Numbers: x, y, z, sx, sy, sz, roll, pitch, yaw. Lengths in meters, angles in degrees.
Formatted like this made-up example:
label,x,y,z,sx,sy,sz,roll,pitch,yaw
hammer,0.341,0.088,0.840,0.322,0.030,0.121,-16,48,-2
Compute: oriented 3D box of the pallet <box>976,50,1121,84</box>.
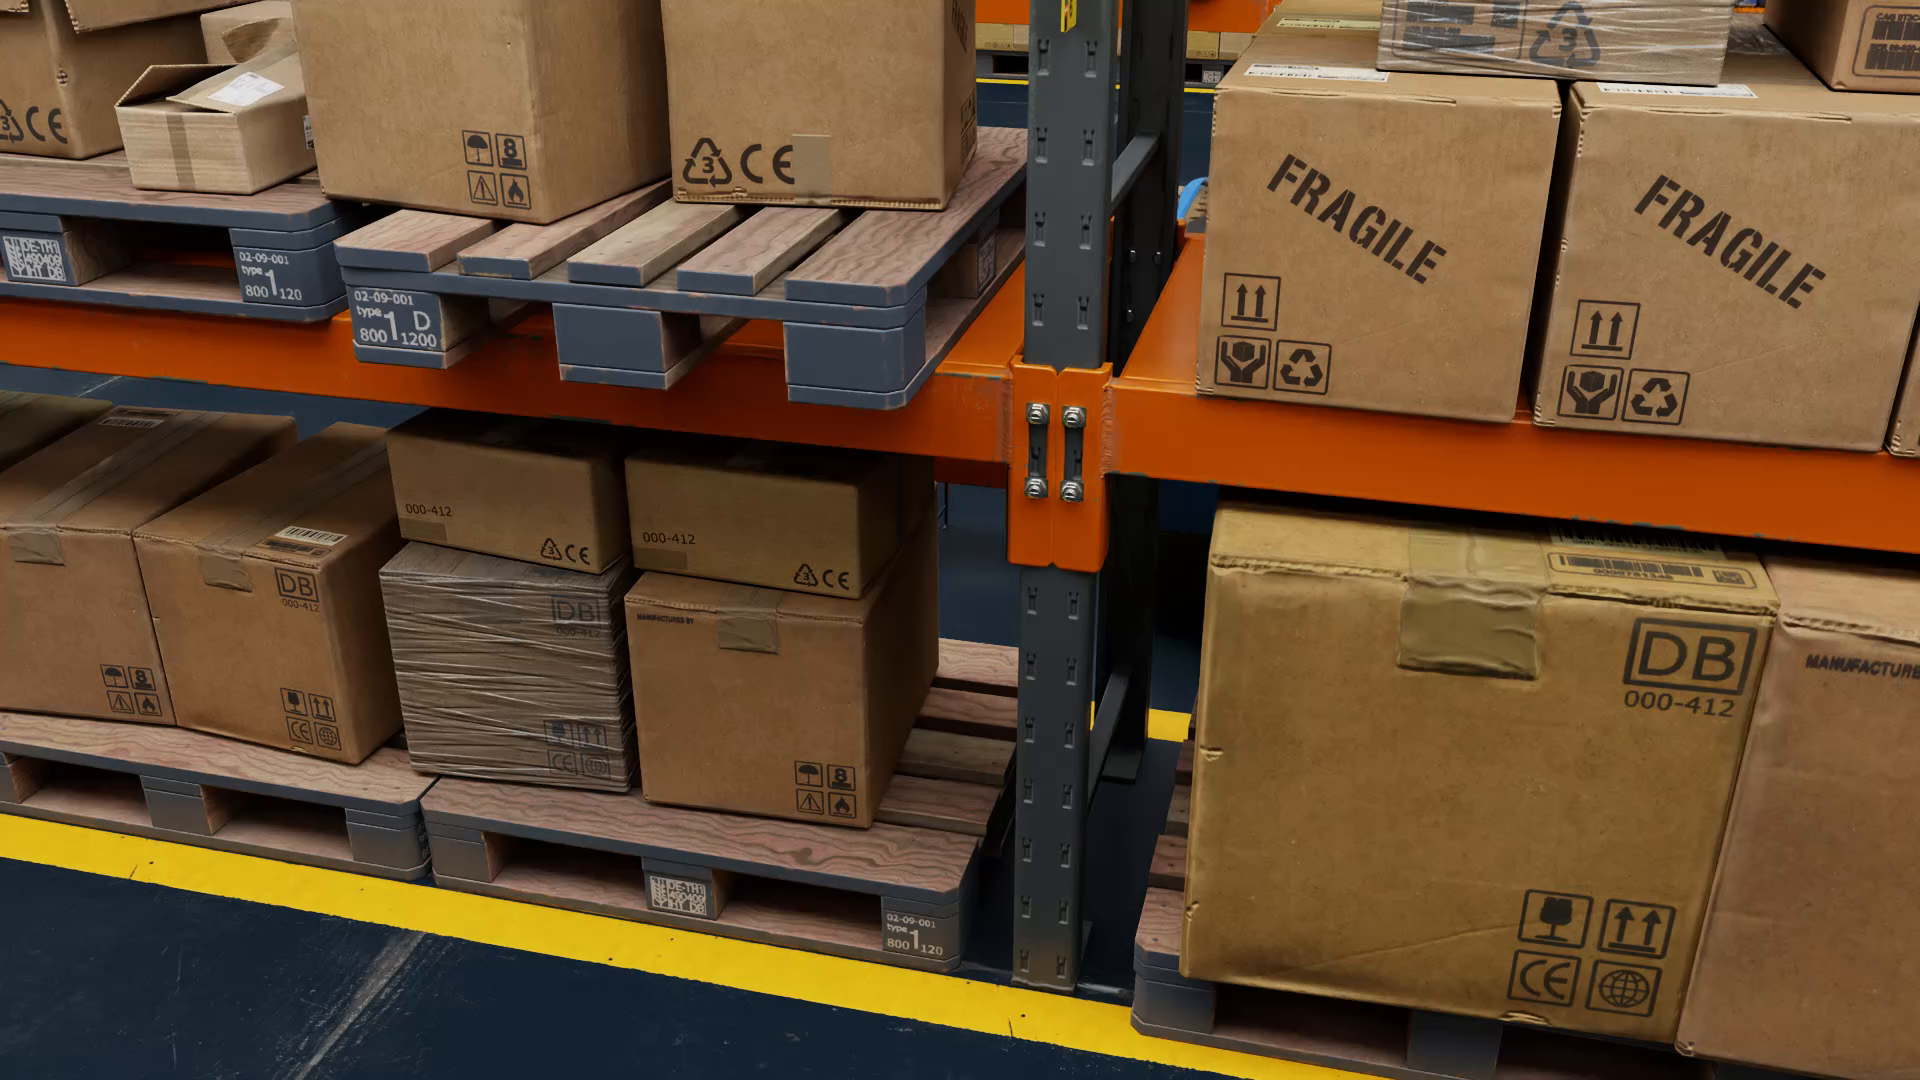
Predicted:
label,x,y,z,sx,sy,sz,roll,pitch,yaw
pallet,0.795,-3.756,12.893,1.213,0.211,1.003,6,26,13

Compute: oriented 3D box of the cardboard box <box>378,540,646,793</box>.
label,x,y,z,sx,sy,sz,roll,pitch,yaw
cardboard box,-0.905,0.157,3.826,0.500,0.500,0.700,4,26,9

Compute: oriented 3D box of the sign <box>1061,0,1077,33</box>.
label,x,y,z,sx,sy,sz,roll,pitch,yaw
sign,0.164,-0.915,2.428,0.005,0.325,0.100,6,26,13

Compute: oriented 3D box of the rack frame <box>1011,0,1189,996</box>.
label,x,y,z,sx,sy,sz,roll,pitch,yaw
rack frame,0.290,-0.655,3.137,0.127,3.000,1.000,6,26,13

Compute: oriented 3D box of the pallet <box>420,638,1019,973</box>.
label,x,y,z,sx,sy,sz,roll,pitch,yaw
pallet,-0.467,0.520,3.913,1.213,0.211,1.003,6,26,13

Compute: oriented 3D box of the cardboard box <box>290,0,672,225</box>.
label,x,y,z,sx,sy,sz,roll,pitch,yaw
cardboard box,-0.809,-0.949,3.150,0.500,0.500,0.700,10,27,21

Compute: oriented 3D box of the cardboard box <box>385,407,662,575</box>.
label,x,y,z,sx,sy,sz,roll,pitch,yaw
cardboard box,-0.883,-0.176,3.653,0.500,0.250,0.500,9,27,19

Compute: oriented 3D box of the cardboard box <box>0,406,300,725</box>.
label,x,y,z,sx,sy,sz,roll,pitch,yaw
cardboard box,-1.996,0.040,4.073,0.500,0.500,0.700,4,26,9

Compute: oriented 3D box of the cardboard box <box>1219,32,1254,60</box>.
label,x,y,z,sx,sy,sz,roll,pitch,yaw
cardboard box,2.190,-3.682,12.204,0.500,0.250,0.500,7,26,14

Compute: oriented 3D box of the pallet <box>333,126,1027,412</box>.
label,x,y,z,sx,sy,sz,roll,pitch,yaw
pallet,-0.427,-0.601,3.245,1.003,0.211,1.213,6,26,13

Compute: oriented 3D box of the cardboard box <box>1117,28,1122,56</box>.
label,x,y,z,sx,sy,sz,roll,pitch,yaw
cardboard box,1.204,-3.791,12.433,0.500,0.250,0.500,7,26,14

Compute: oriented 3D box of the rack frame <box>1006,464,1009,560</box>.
label,x,y,z,sx,sy,sz,roll,pitch,yaw
rack frame,0.170,-0.455,4.985,0.008,1.050,0.200,6,26,13

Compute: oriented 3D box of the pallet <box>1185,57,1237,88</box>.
label,x,y,z,sx,sy,sz,roll,pitch,yaw
pallet,1.973,-3.624,12.617,1.213,0.211,1.003,6,26,13

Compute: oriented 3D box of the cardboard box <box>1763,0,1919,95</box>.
label,x,y,z,sx,sy,sz,roll,pitch,yaw
cardboard box,1.624,-0.997,2.572,0.637,0.503,0.797,7,26,14

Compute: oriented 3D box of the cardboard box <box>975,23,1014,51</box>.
label,x,y,z,sx,sy,sz,roll,pitch,yaw
cardboard box,0.213,-3.899,12.661,0.500,0.250,0.500,6,26,11

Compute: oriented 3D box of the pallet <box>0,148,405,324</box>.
label,x,y,z,sx,sy,sz,roll,pitch,yaw
pallet,-1.638,-0.764,3.587,1.213,0.211,1.003,6,26,13

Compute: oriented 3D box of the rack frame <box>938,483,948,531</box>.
label,x,y,z,sx,sy,sz,roll,pitch,yaw
rack frame,-0.066,-0.481,5.040,0.008,1.050,0.200,6,26,13

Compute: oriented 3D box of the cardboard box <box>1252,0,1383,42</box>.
label,x,y,z,sx,sy,sz,roll,pitch,yaw
cardboard box,0.829,-0.751,3.221,0.500,0.500,0.500,7,26,15

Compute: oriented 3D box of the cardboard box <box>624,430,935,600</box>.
label,x,y,z,sx,sy,sz,roll,pitch,yaw
cardboard box,-0.367,-0.123,3.543,0.500,0.250,0.500,7,26,15

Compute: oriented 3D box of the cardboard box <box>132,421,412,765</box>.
label,x,y,z,sx,sy,sz,roll,pitch,yaw
cardboard box,-1.455,0.099,3.948,0.500,0.500,0.700,9,27,17

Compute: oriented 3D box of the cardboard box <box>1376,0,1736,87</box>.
label,x,y,z,sx,sy,sz,roll,pitch,yaw
cardboard box,0.994,-1.068,2.721,0.637,0.503,0.797,7,26,15

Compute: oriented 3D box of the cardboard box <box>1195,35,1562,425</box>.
label,x,y,z,sx,sy,sz,roll,pitch,yaw
cardboard box,0.693,-0.535,2.768,0.500,0.500,0.500,7,26,15

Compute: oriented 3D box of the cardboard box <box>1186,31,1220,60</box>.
label,x,y,z,sx,sy,sz,roll,pitch,yaw
cardboard box,1.690,-3.736,12.317,0.500,0.250,0.500,6,26,12

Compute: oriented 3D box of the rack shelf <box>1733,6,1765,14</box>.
label,x,y,z,sx,sy,sz,roll,pitch,yaw
rack shelf,3.460,-2.178,7.173,4.000,0.370,1.077,6,26,13

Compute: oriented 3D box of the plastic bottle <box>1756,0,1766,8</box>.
label,x,y,z,sx,sy,sz,roll,pitch,yaw
plastic bottle,3.359,-2.347,6.747,0.185,0.351,0.144,6,26,13

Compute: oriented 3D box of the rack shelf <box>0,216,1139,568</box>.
label,x,y,z,sx,sy,sz,roll,pitch,yaw
rack shelf,-1.647,-0.545,3.741,4.000,0.370,1.077,6,26,13

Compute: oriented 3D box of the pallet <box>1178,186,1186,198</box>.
label,x,y,z,sx,sy,sz,roll,pitch,yaw
pallet,0.783,-1.557,8.275,1.213,0.211,1.003,6,26,13

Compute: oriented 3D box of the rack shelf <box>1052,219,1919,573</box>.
label,x,y,z,sx,sy,sz,roll,pitch,yaw
rack shelf,2.227,-0.116,2.842,4.000,0.370,1.077,6,26,13

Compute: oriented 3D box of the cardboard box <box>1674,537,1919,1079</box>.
label,x,y,z,sx,sy,sz,roll,pitch,yaw
cardboard box,1.814,0.296,3.123,0.875,0.875,1.225,6,26,13

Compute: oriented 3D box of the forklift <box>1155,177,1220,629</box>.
label,x,y,z,sx,sy,sz,roll,pitch,yaw
forklift,2.028,-1.122,4.197,3.031,2.935,1.130,7,26,14

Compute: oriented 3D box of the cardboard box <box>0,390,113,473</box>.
label,x,y,z,sx,sy,sz,roll,pitch,yaw
cardboard box,-2.538,-0.020,4.198,0.500,0.500,0.700,6,26,13

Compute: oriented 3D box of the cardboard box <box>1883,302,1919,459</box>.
label,x,y,z,sx,sy,sz,roll,pitch,yaw
cardboard box,1.690,-0.427,2.542,0.500,0.500,0.500,6,26,12

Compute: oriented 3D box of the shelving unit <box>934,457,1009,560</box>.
label,x,y,z,sx,sy,sz,roll,pitch,yaw
shelving unit,0.052,-0.468,5.012,0.252,1.050,0.215,6,26,13

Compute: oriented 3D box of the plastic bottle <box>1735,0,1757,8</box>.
label,x,y,z,sx,sy,sz,roll,pitch,yaw
plastic bottle,3.205,-2.332,6.803,0.135,0.276,0.152,6,26,13

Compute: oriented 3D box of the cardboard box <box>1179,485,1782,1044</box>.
label,x,y,z,sx,sy,sz,roll,pitch,yaw
cardboard box,0.953,0.197,3.330,0.875,0.875,1.225,5,26,11

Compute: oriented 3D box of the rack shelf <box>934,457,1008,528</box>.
label,x,y,z,sx,sy,sz,roll,pitch,yaw
rack shelf,0.052,-0.208,5.136,0.240,0.259,0.215,6,26,13

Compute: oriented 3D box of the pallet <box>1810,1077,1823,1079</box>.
label,x,y,z,sx,sy,sz,roll,pitch,yaw
pallet,2.212,0.851,3.217,1.213,0.211,1.003,6,26,13

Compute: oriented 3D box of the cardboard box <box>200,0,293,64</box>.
label,x,y,z,sx,sy,sz,roll,pitch,yaw
cardboard box,-1.276,-1.052,3.657,0.500,0.250,0.500,6,26,12

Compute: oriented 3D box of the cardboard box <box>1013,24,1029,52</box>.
label,x,y,z,sx,sy,sz,roll,pitch,yaw
cardboard box,0.705,-3.845,12.546,0.500,0.250,0.500,7,26,14

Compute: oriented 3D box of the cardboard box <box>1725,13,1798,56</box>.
label,x,y,z,sx,sy,sz,roll,pitch,yaw
cardboard box,1.311,-0.695,3.104,0.500,0.500,0.500,6,26,13

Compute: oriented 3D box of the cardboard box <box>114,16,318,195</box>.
label,x,y,z,sx,sy,sz,roll,pitch,yaw
cardboard box,-1.393,-0.850,3.214,0.258,0.266,0.396,6,26,12

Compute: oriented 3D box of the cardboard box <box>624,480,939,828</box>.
label,x,y,z,sx,sy,sz,roll,pitch,yaw
cardboard box,-0.364,0.211,3.713,0.500,0.500,0.700,5,26,10

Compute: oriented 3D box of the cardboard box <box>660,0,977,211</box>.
label,x,y,z,sx,sy,sz,roll,pitch,yaw
cardboard box,-0.243,-0.931,3.112,0.500,0.500,0.500,3,26,7

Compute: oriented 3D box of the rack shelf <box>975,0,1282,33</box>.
label,x,y,z,sx,sy,sz,roll,pitch,yaw
rack shelf,-0.414,-2.607,8.072,4.000,0.370,1.077,6,26,13

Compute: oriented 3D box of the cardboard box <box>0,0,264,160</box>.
label,x,y,z,sx,sy,sz,roll,pitch,yaw
cardboard box,-1.882,-1.173,3.615,0.637,0.503,0.797,9,27,18

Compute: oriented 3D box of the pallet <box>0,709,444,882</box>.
label,x,y,z,sx,sy,sz,roll,pitch,yaw
pallet,-1.645,0.388,4.189,1.213,0.211,1.003,6,26,13

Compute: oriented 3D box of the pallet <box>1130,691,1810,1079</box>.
label,x,y,z,sx,sy,sz,roll,pitch,yaw
pallet,1.035,0.720,3.493,1.213,0.211,1.003,6,26,13

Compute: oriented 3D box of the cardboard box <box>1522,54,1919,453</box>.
label,x,y,z,sx,sy,sz,roll,pitch,yaw
cardboard box,1.193,-0.481,2.654,0.500,0.500,0.500,6,26,12
